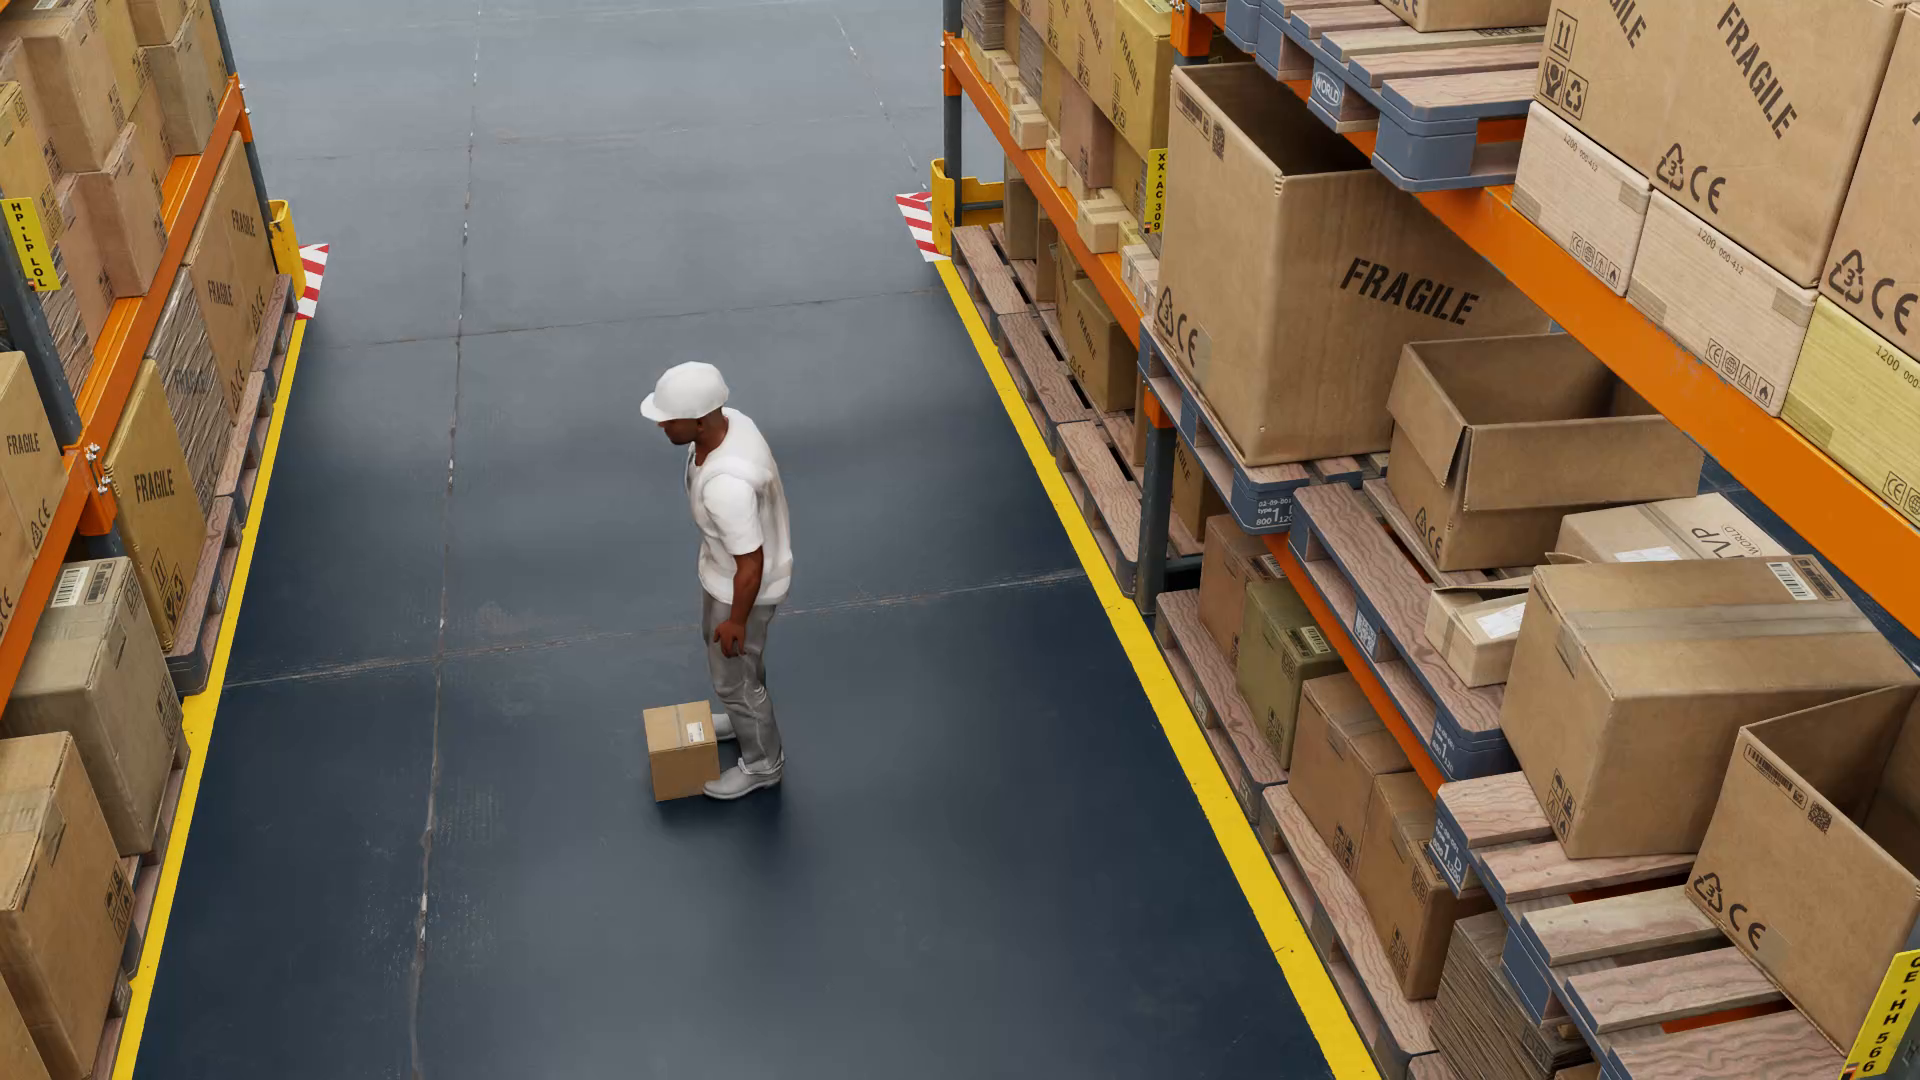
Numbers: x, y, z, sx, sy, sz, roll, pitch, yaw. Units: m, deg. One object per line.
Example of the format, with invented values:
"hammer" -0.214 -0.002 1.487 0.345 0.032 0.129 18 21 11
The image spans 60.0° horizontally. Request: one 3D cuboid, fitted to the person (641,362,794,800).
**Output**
"person" -0.828 0.135 5.928 0.460 1.760 0.625 -8 35 -11
